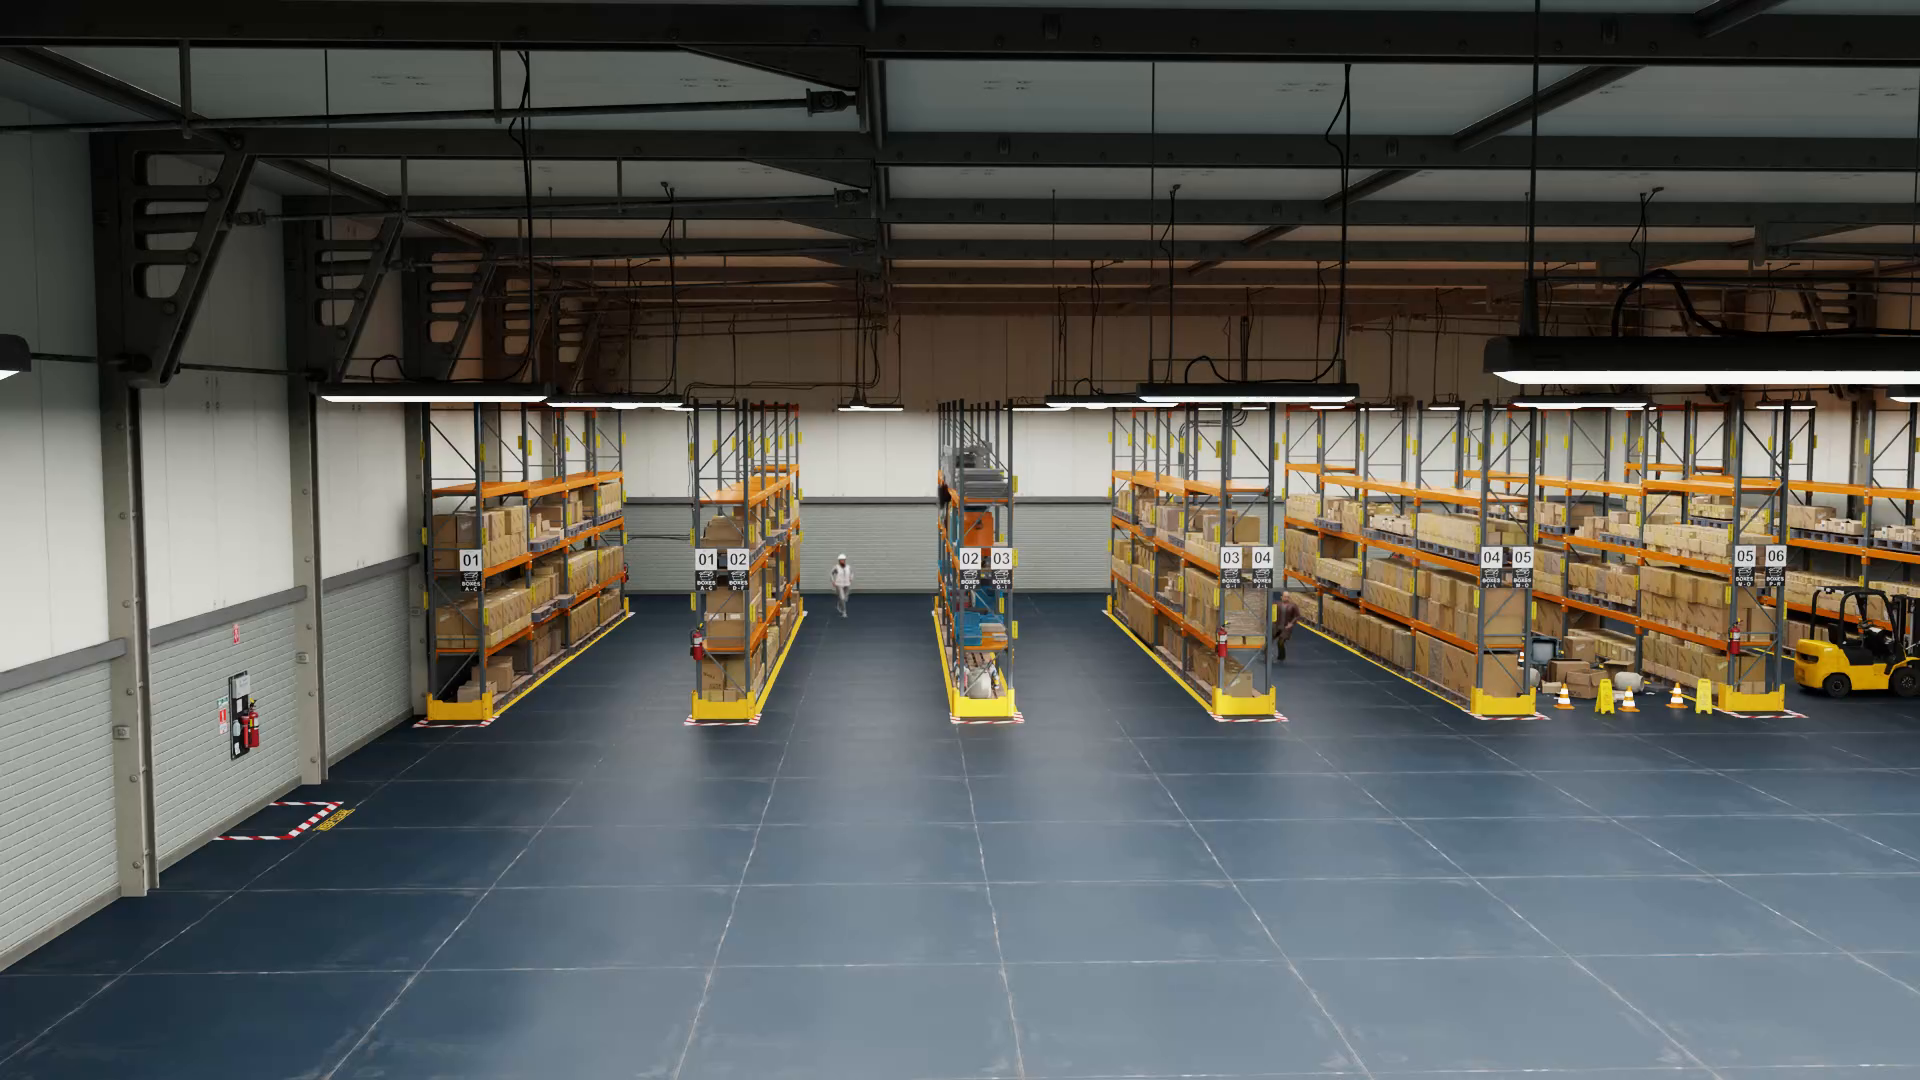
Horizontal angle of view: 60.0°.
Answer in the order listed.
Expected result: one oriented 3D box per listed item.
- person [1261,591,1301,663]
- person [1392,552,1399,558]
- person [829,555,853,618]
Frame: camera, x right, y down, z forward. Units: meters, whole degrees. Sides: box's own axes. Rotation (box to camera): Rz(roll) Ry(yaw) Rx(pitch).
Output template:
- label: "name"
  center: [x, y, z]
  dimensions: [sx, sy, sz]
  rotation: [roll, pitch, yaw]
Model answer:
- label: "person"
  center: [7.357, 2.019, 38.153]
  dimensions: [0.954, 1.711, 0.604]
  rotation: [3, 5, 34]
- label: "person"
  center: [12.889, 1.119, 49.237]
  dimensions: [0.856, 1.782, 0.651]
  rotation: [-1, 4, -11]
- label: "person"
  center: [-3.338, 1.292, 47.068]
  dimensions: [0.695, 1.769, 0.774]
  rotation: [-2, 5, -27]
